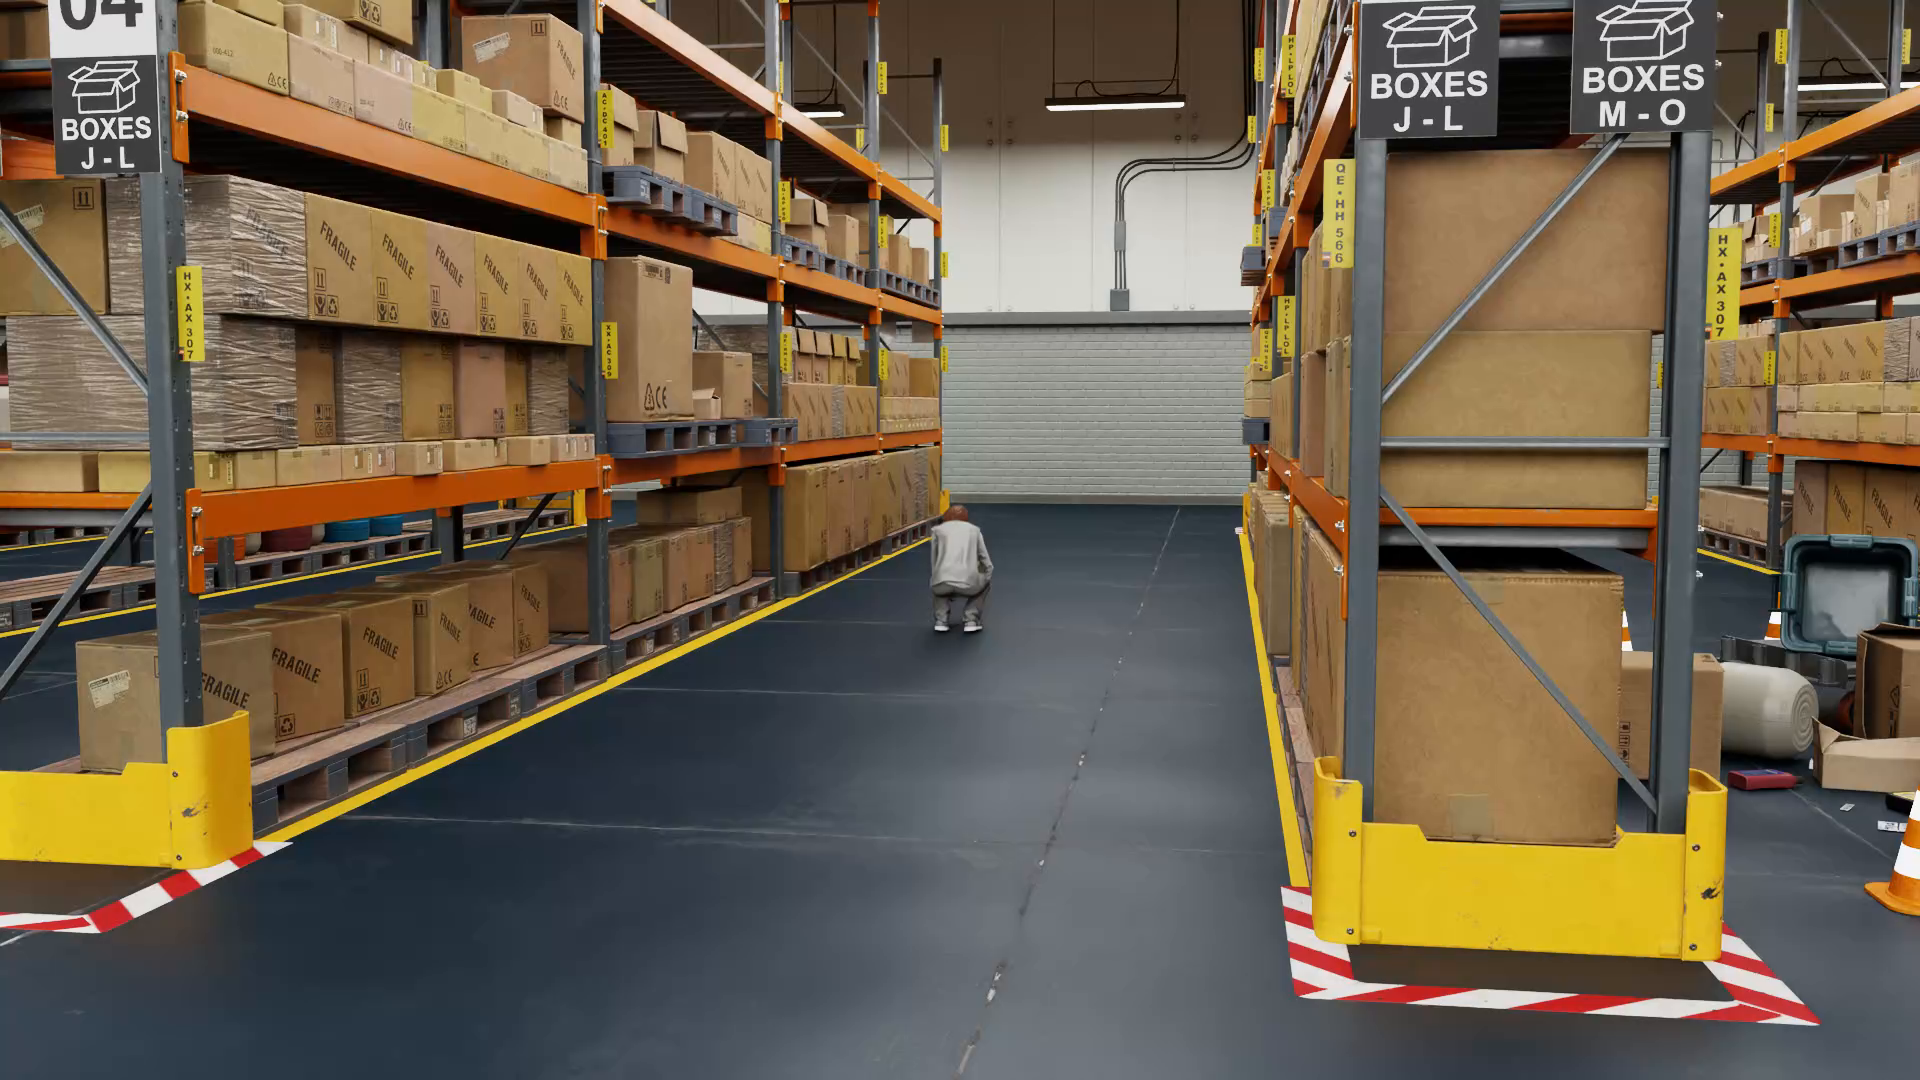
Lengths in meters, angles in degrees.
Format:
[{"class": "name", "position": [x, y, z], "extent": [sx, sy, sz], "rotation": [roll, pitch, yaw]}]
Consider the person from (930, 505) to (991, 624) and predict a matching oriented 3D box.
[{"class": "person", "position": [-0.008, 0.176, 12.018], "extent": [0.437, 0.809, 0.806], "rotation": [1, 5, 9]}]
